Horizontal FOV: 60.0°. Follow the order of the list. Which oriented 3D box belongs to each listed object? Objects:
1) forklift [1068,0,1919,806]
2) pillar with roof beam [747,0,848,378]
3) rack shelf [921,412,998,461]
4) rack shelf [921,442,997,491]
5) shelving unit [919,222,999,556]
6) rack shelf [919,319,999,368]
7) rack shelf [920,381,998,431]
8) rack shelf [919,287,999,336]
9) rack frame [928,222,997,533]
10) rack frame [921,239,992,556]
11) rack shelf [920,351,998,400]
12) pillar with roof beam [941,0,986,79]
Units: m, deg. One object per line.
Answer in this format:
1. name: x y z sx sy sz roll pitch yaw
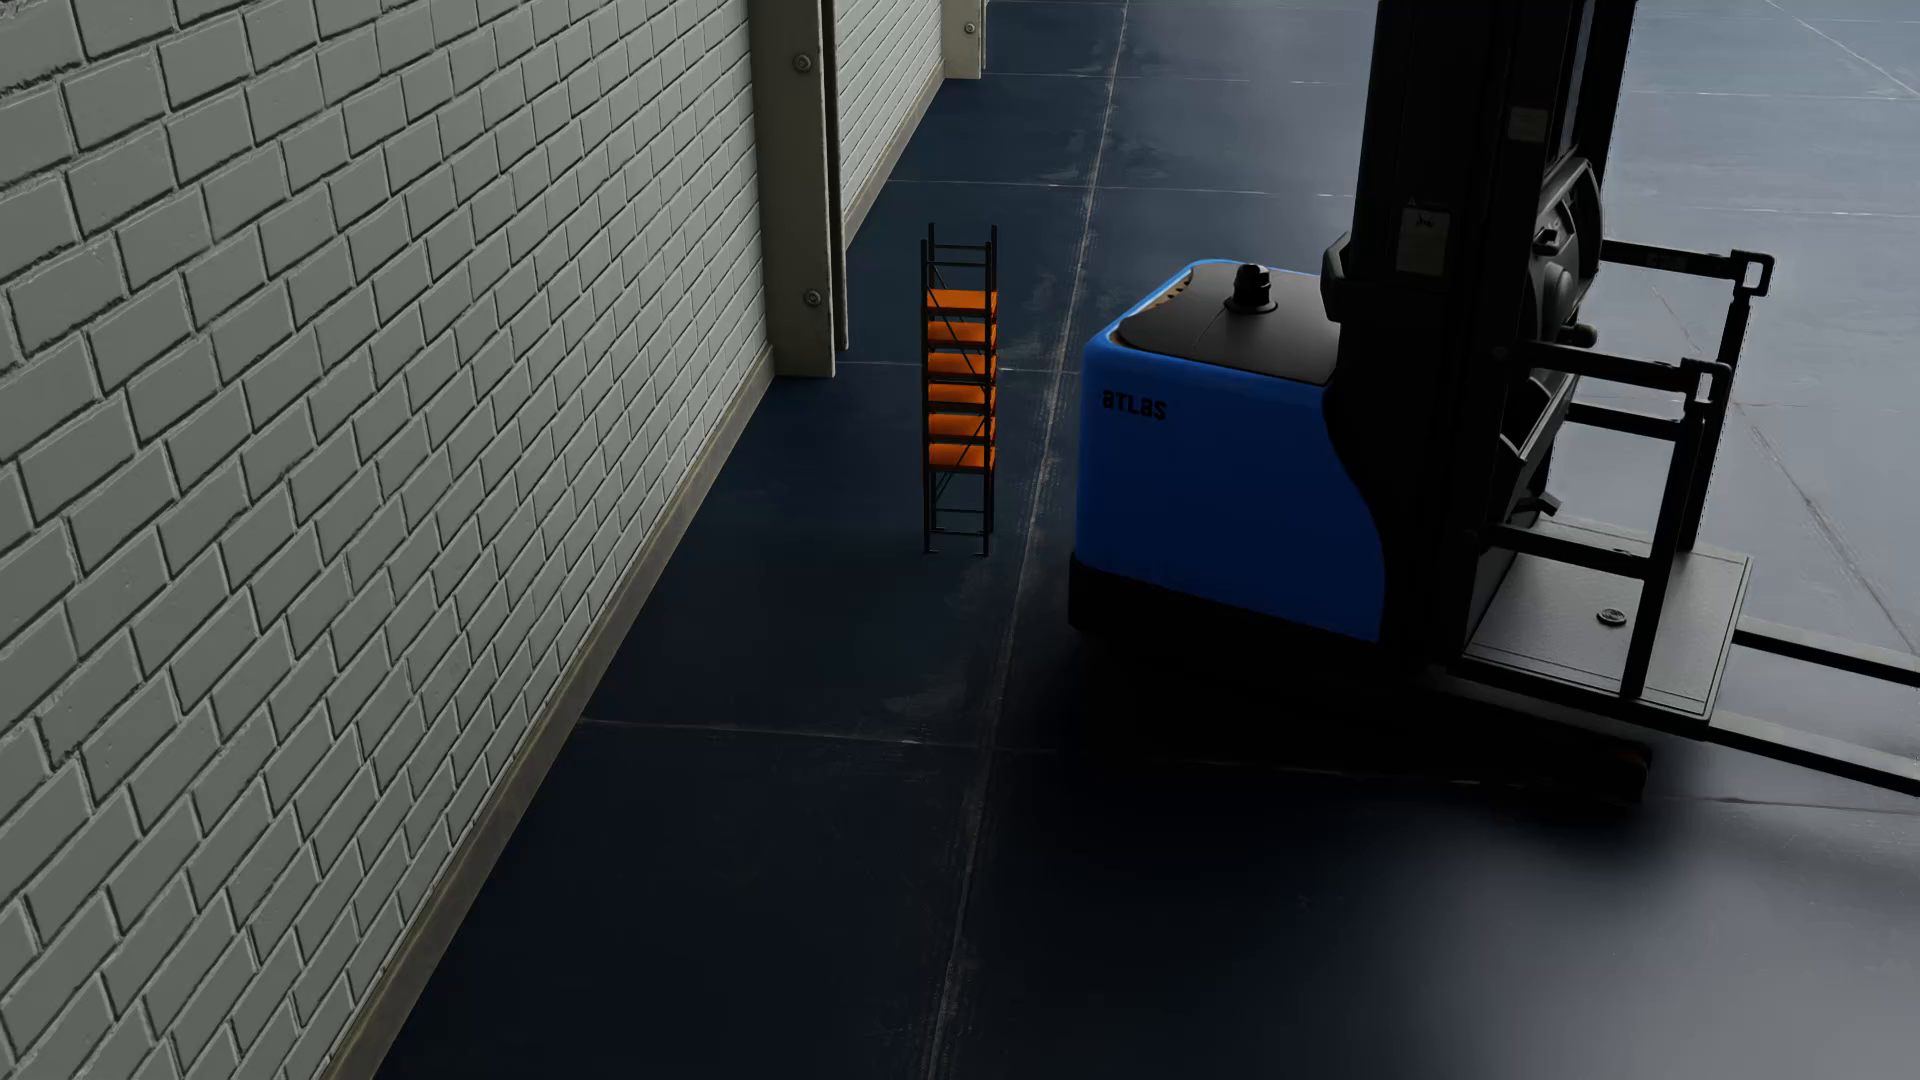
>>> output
1. forklift: 1.903 -0.810 4.664 3.031 2.935 1.130 15 32 25
2. pillar with roof beam: 3.561 -4.559 5.225 9.100 9.000 0.400 3 28 6
3. rack shelf: -0.002 -0.377 6.031 0.258 0.103 0.180 3 28 6
4. rack shelf: -0.002 -0.271 6.088 0.258 0.103 0.180 3 28 6
5. shelving unit: -0.002 -0.521 5.953 0.258 1.200 0.189 3 28 6
6. rack shelf: -0.002 -0.694 5.860 0.258 0.103 0.180 3 28 6
7. rack shelf: -0.002 -0.482 5.974 0.258 0.103 0.180 3 28 6
8. rack shelf: -0.002 -0.799 5.803 0.258 0.103 0.180 3 28 6
9. rack frame: 0.009 -0.564 6.033 0.240 1.200 0.006 3 28 6
10. rack frame: -0.013 -0.478 5.873 0.240 1.200 0.006 3 28 6
11. rack shelf: -0.002 -0.588 5.917 0.258 0.103 0.180 3 28 6
12. pillar with roof beam: 4.296 -7.383 10.467 9.100 9.000 0.400 3 28 6
